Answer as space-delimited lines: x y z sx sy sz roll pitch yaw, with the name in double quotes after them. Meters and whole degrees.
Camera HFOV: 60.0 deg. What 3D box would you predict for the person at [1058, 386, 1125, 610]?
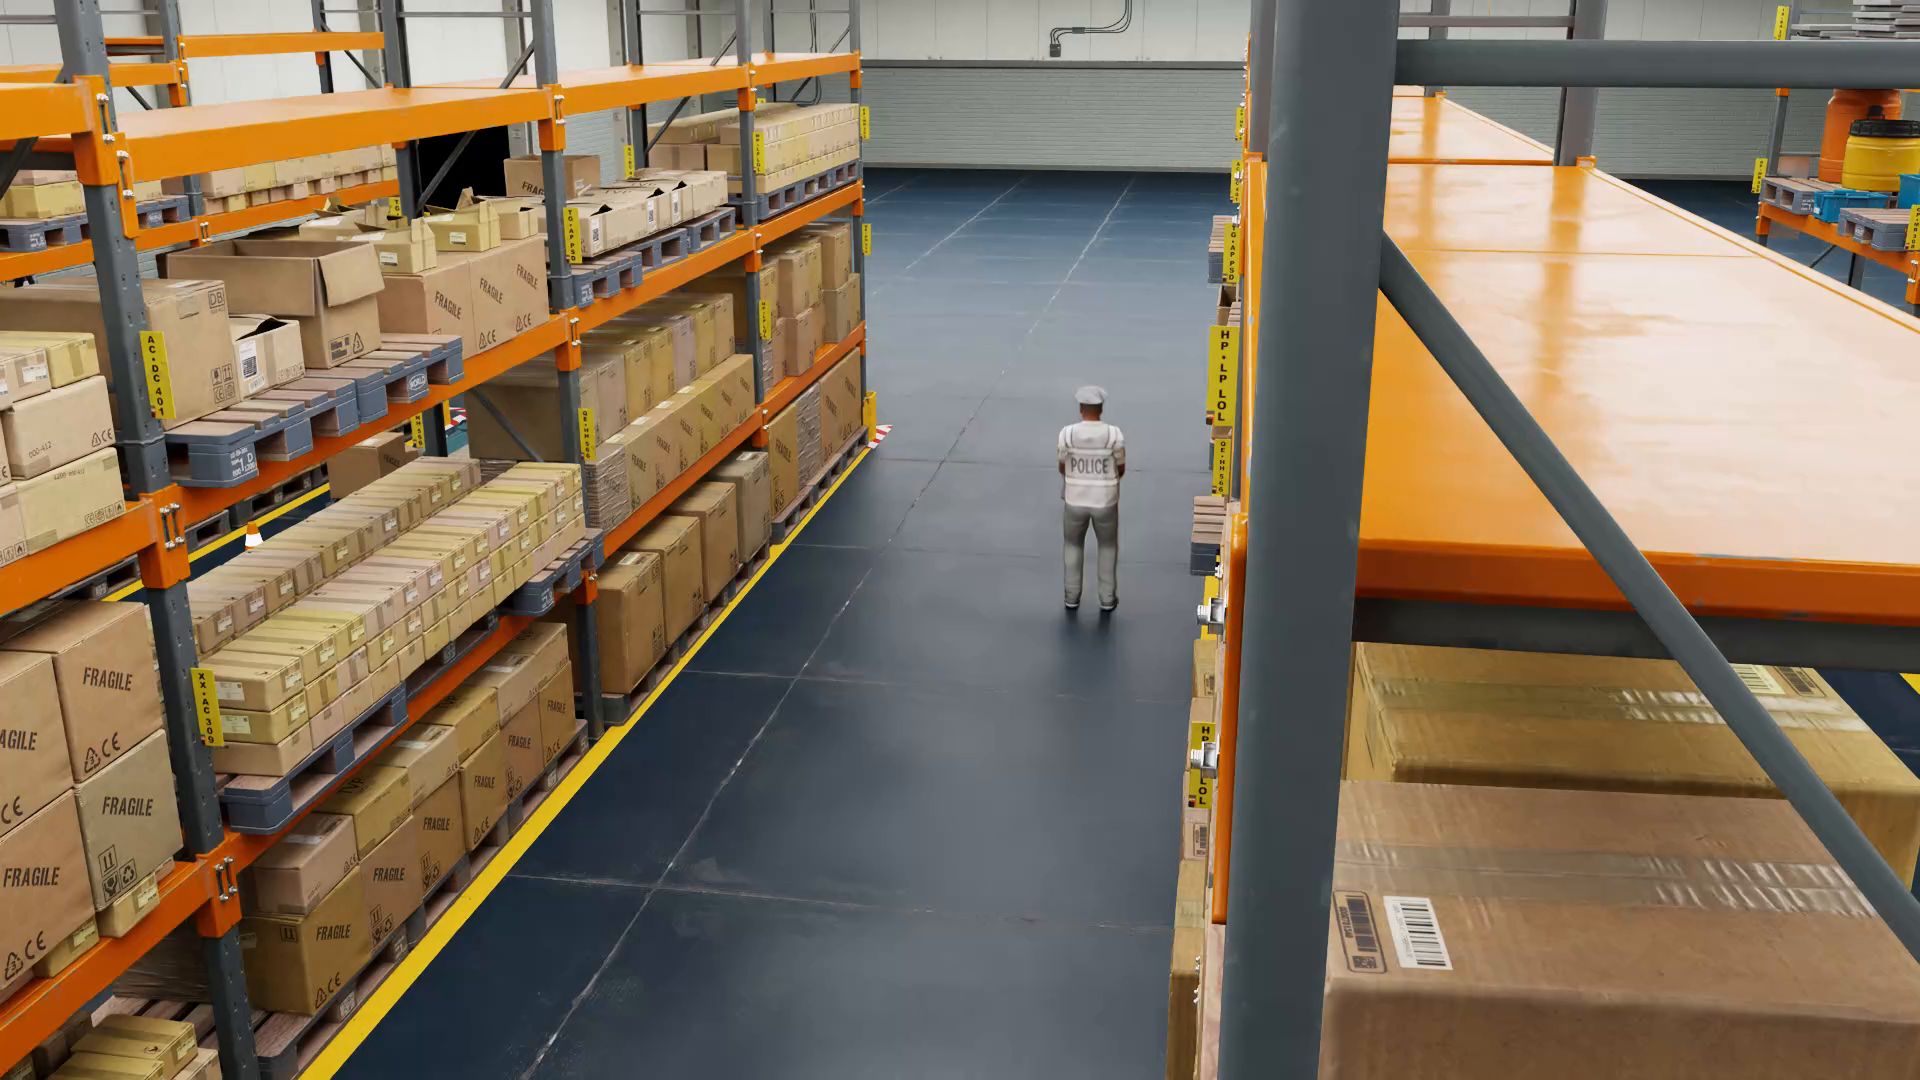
1.030 -0.341 13.062 0.524 1.774 0.536 3 18 8 "person"
